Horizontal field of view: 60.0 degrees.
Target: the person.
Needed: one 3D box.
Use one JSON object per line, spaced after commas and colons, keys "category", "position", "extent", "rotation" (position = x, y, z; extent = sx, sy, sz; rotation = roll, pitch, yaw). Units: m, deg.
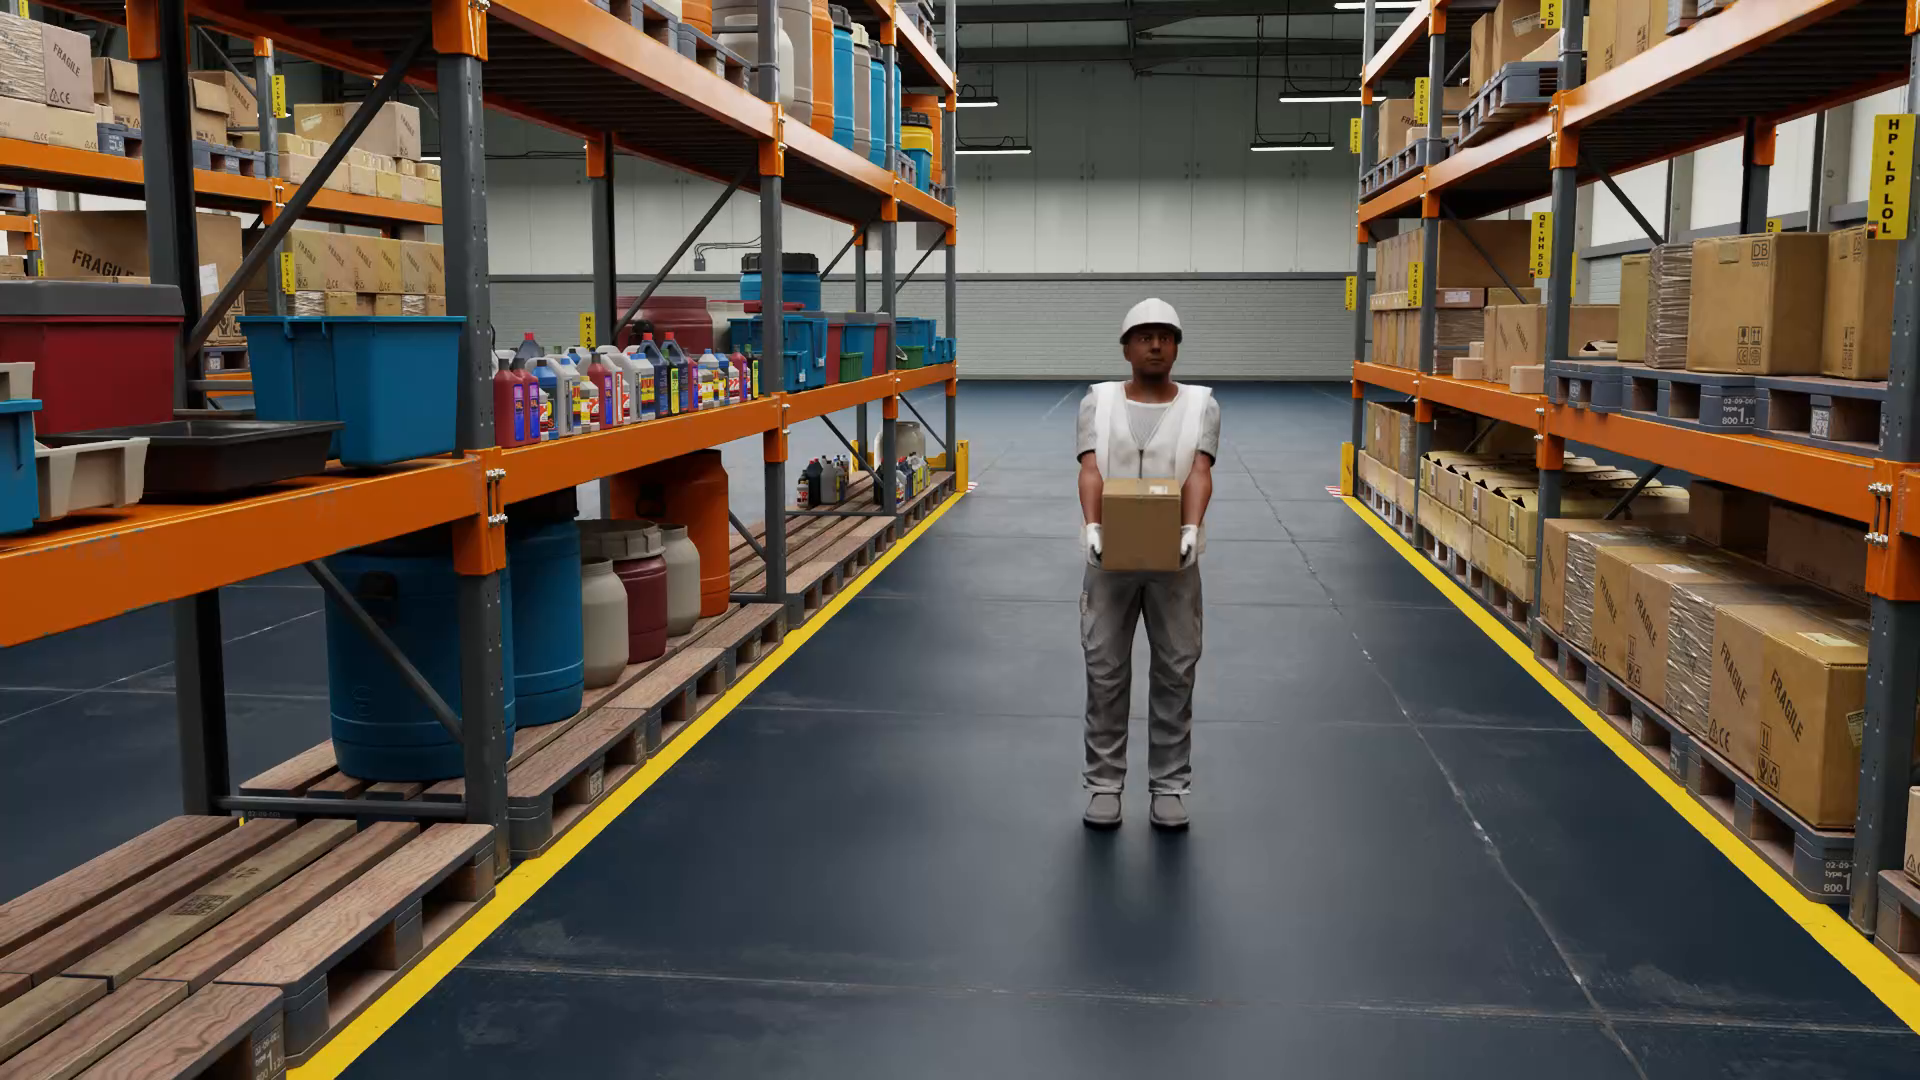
{"category": "person", "position": [0.626, 0.083, 5.604], "extent": [0.487, 1.778, 0.584], "rotation": [1, 8, 7]}
